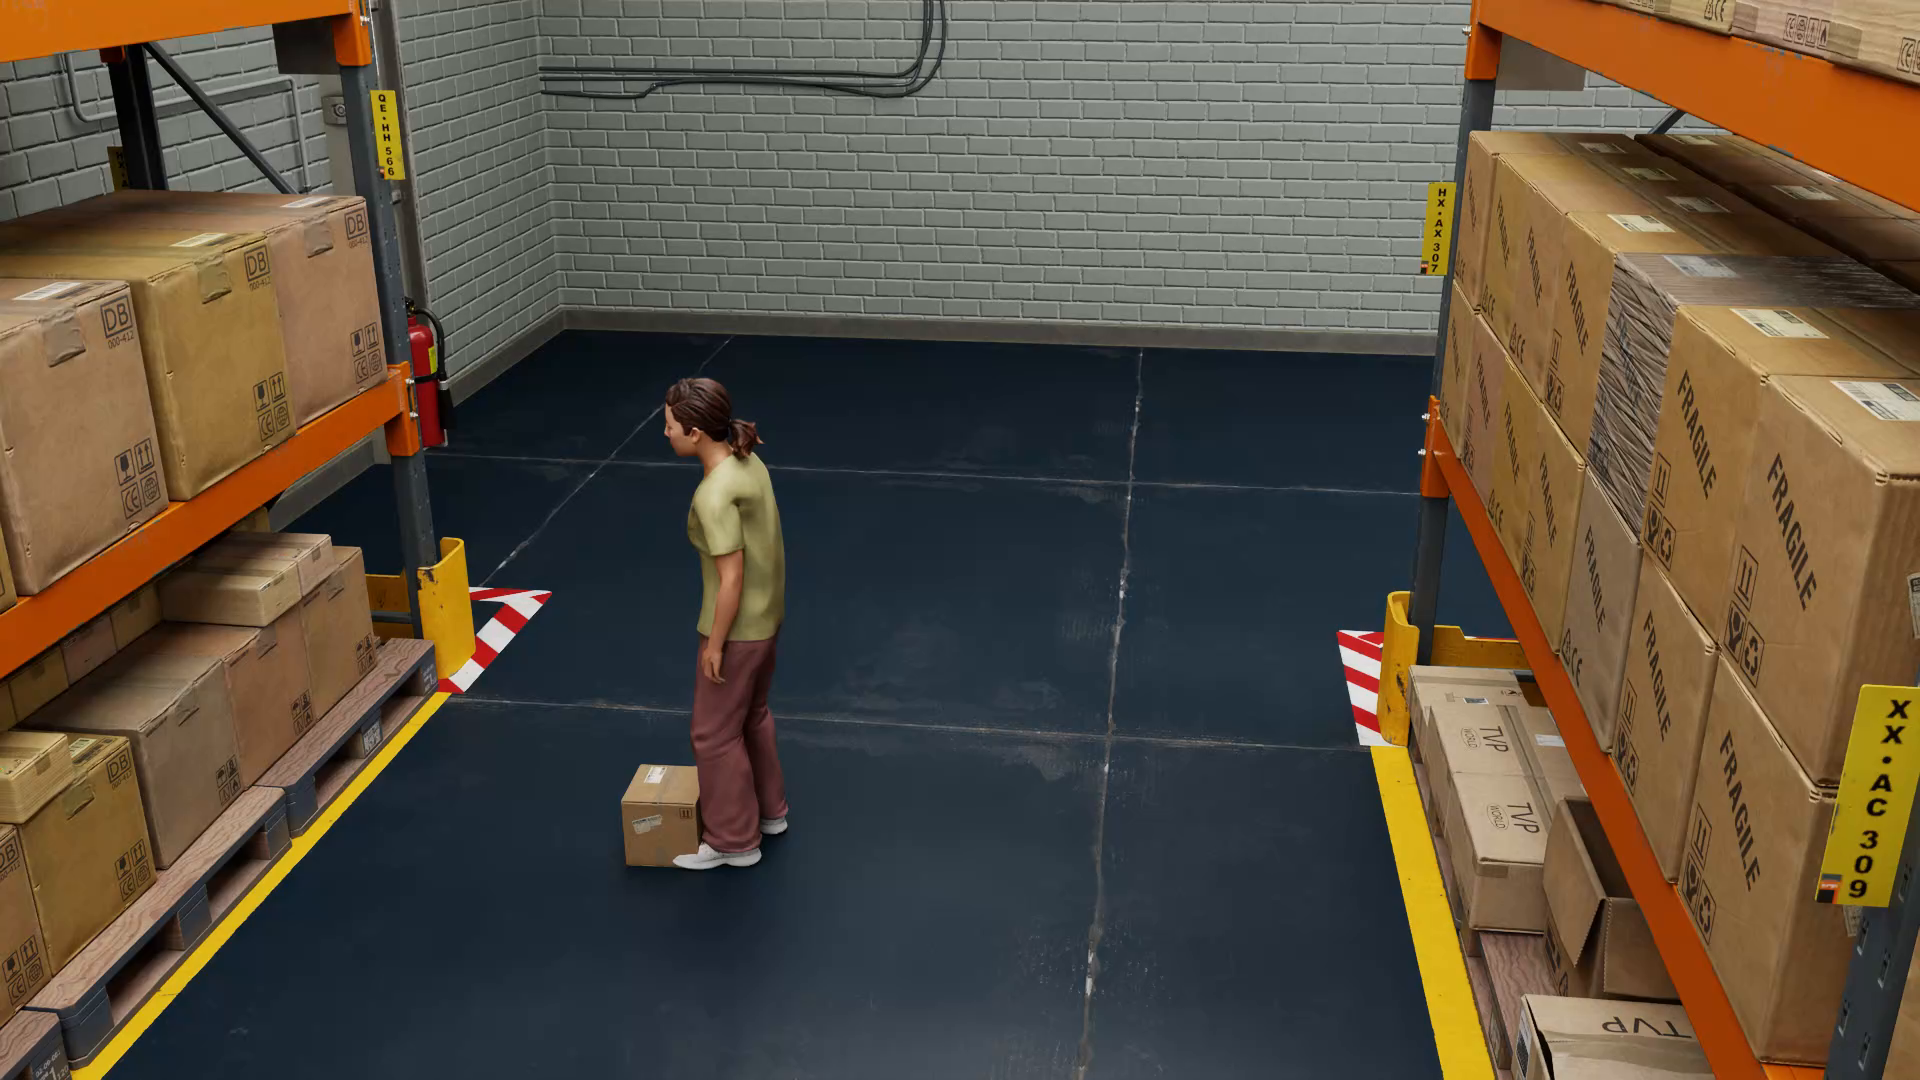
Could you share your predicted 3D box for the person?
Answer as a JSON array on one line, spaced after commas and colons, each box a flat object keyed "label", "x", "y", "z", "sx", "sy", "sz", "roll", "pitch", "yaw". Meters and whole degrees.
[{"label": "person", "x": -0.766, "y": 0.279, "z": 5.368, "sx": 0.405, "sy": 1.673, "sz": 0.502, "roll": 2, "pitch": 21, "yaw": 6}]
